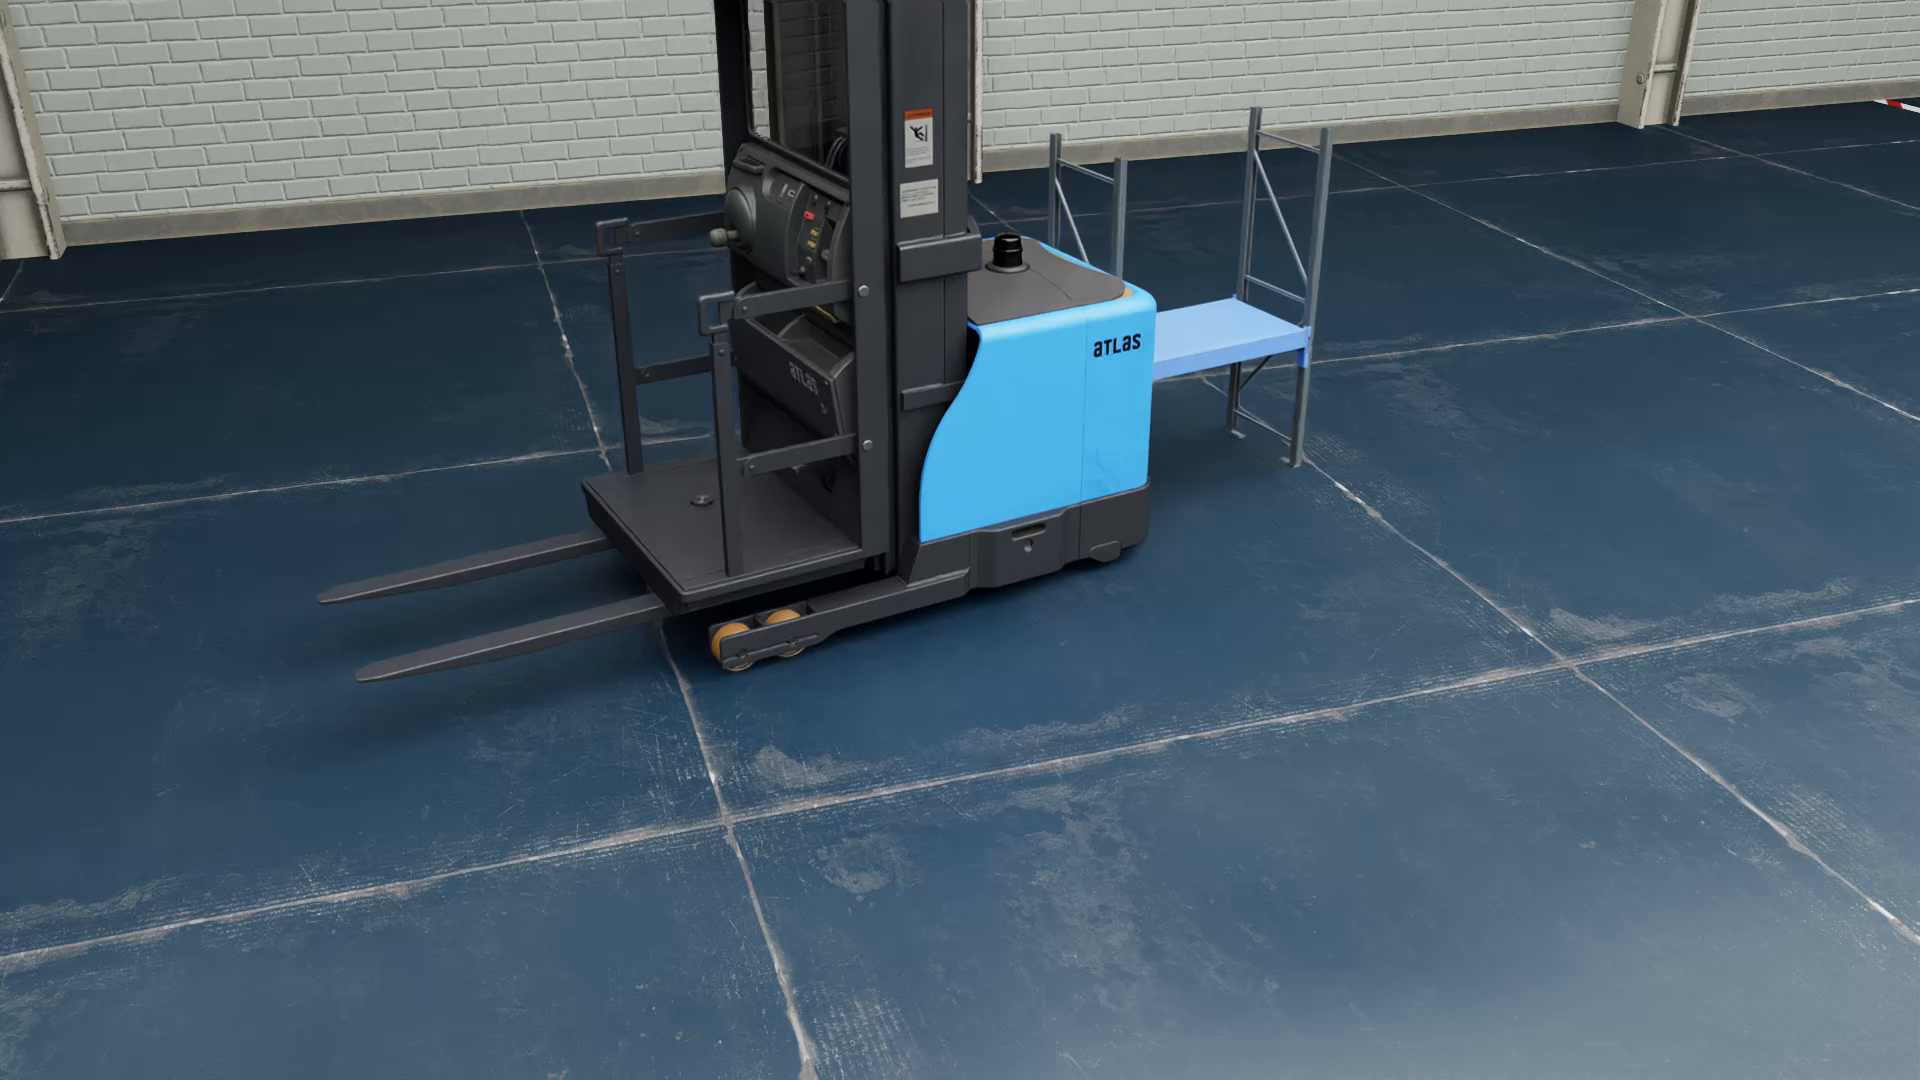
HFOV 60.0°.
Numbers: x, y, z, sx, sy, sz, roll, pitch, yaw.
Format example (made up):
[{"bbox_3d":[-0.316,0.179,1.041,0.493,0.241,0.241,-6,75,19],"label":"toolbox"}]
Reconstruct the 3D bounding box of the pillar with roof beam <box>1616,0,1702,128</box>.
[{"bbox_3d":[6.963,-5.633,7.978,0.400,9.000,9.100,-8,28,-16],"label":"pillar with roof beam"}]

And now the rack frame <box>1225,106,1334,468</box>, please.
[{"bbox_3d":[1.380,-1.090,7.259,0.032,1.500,0.500,-14,30,-26],"label":"rack frame"}]

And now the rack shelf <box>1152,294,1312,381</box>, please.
[{"bbox_3d":[0.939,-0.817,7.113,1.000,0.185,0.538,-14,30,-26],"label":"rack shelf"}]

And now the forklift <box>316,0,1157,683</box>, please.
[{"bbox_3d":[-0.788,-1.122,5.713,3.031,2.935,1.130,-14,30,-26],"label":"forklift"}]

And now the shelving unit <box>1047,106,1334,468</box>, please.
[{"bbox_3d":[0.939,-0.978,7.033,1.048,1.500,0.538,-14,30,-26],"label":"shelving unit"}]

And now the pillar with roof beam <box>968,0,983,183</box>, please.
[{"bbox_3d":[1.258,-4.807,6.313,0.400,9.000,9.100,-8,28,-16],"label":"pillar with roof beam"}]

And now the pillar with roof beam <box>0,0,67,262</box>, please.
[{"bbox_3d":[-4.447,-3.981,4.649,0.400,9.000,9.100,-8,28,-16],"label":"pillar with roof beam"}]

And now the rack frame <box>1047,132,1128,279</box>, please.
[{"bbox_3d":[0.497,-0.866,6.807,0.032,1.500,0.500,-14,30,-26],"label":"rack frame"}]
